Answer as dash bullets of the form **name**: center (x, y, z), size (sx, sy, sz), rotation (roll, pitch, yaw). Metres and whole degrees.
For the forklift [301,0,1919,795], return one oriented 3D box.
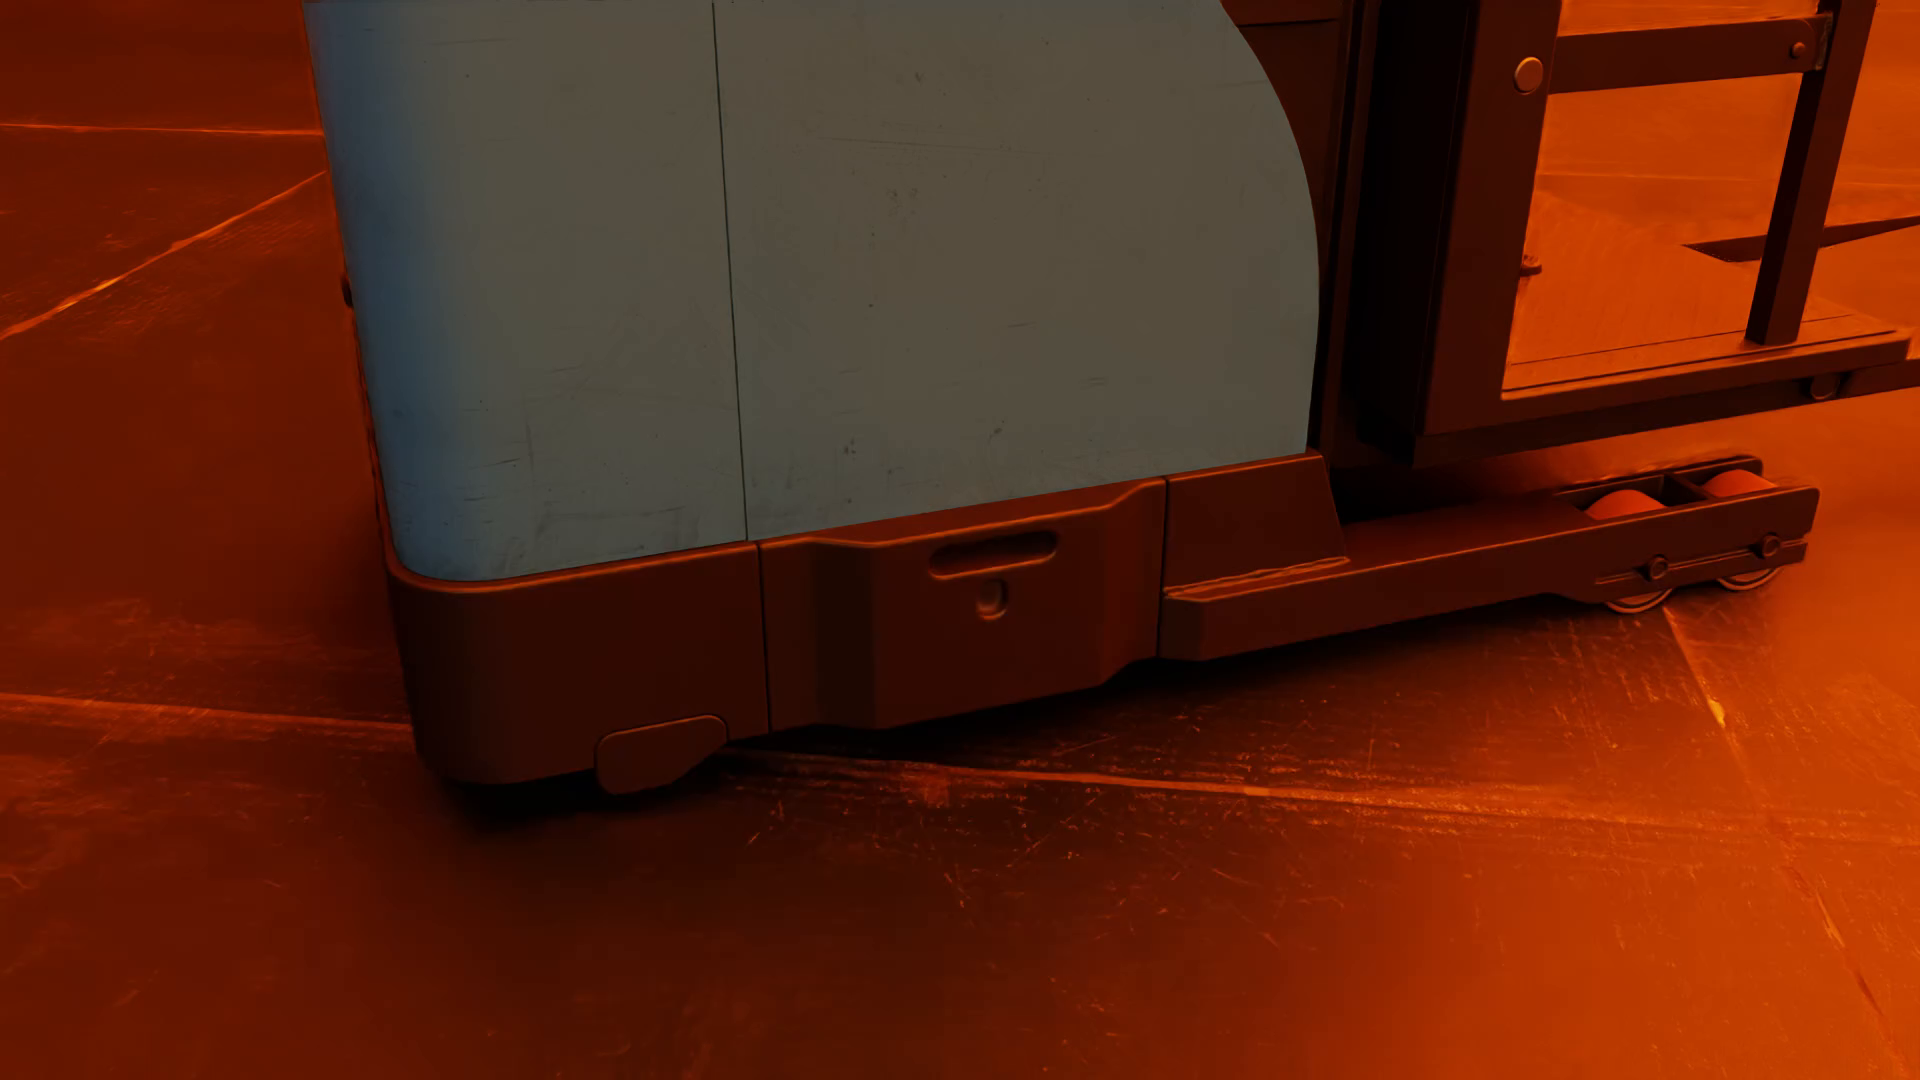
- **forklift**: center (0.666, -1.422, 2.066), size (3.031, 2.935, 1.130), rotation (-9, 28, -18)
